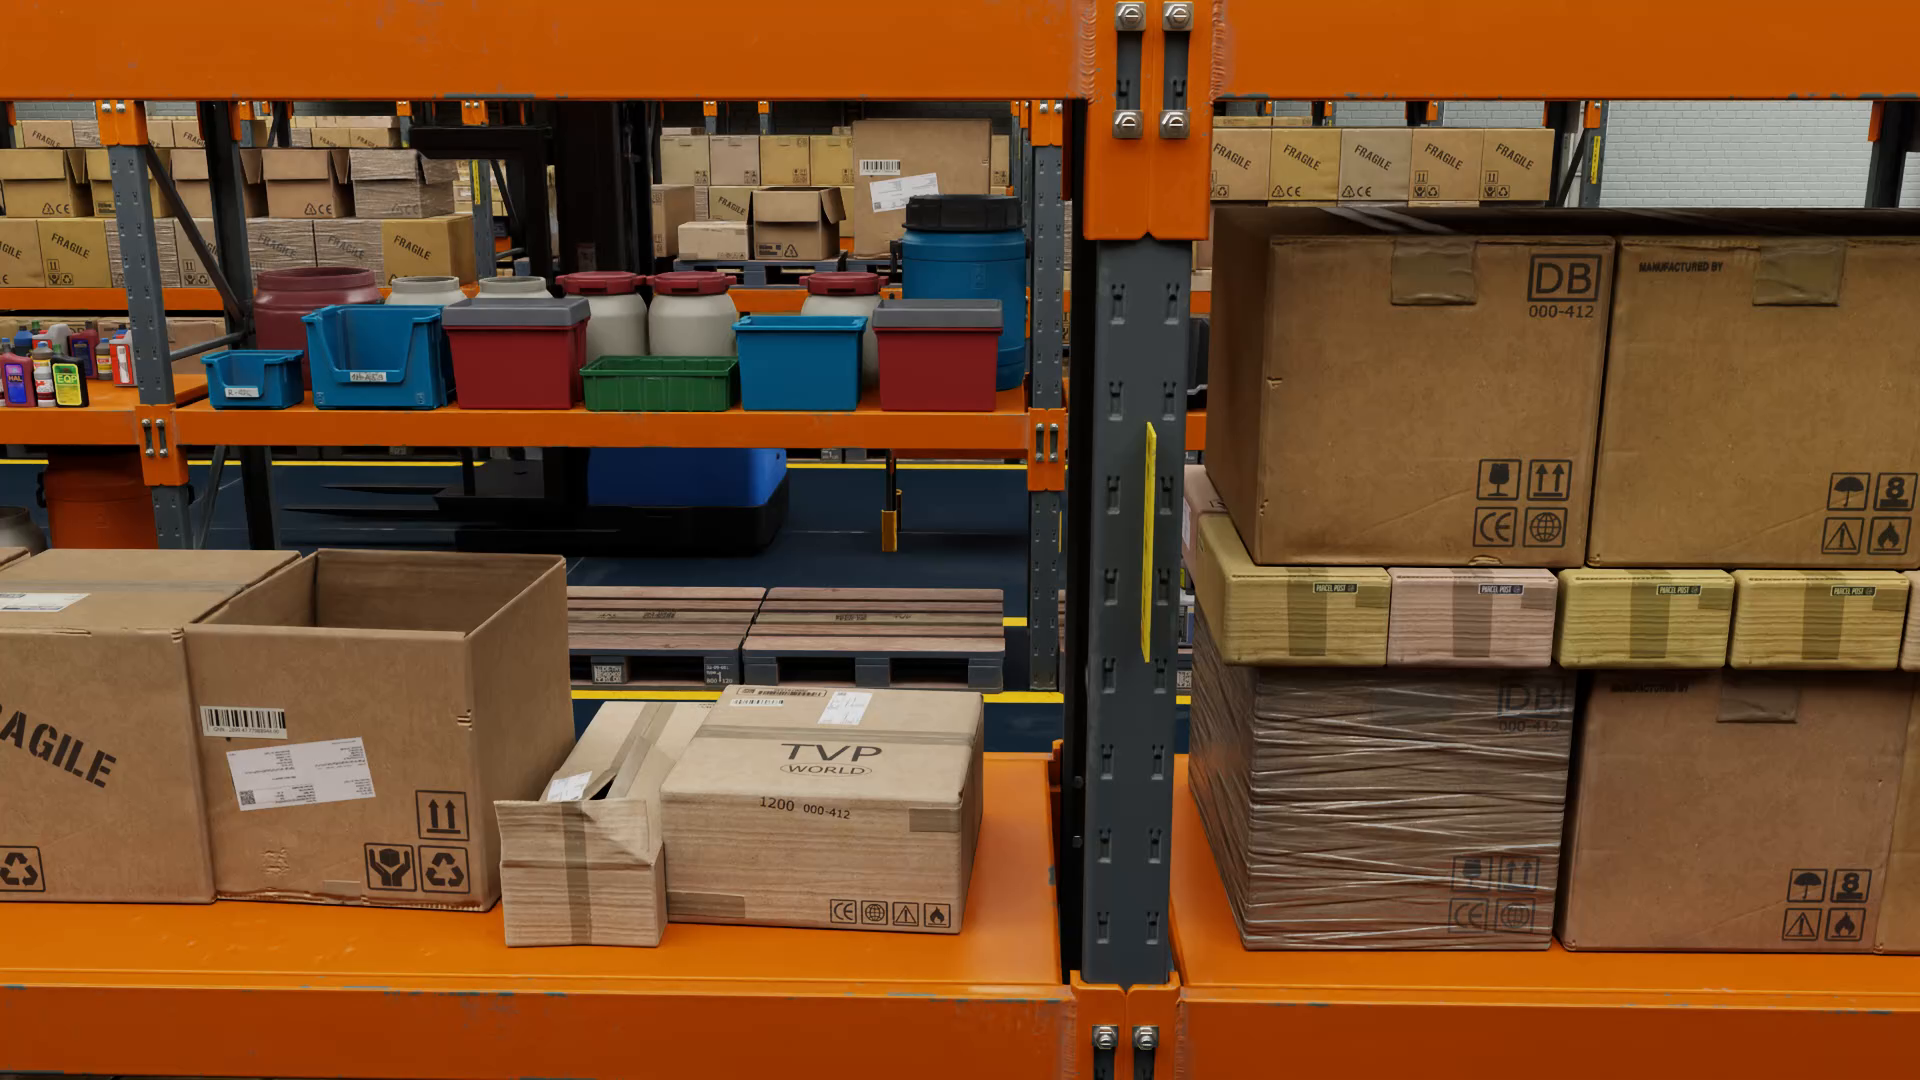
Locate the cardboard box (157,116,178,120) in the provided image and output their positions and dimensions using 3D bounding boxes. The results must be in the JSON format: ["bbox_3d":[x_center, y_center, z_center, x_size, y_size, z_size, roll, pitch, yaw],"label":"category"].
[{"bbox_3d":[-10.350,-5.503,21.891,0.250,0.149,0.380,1,15,3],"label":"cardboard box"}]

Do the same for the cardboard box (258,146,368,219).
[{"bbox_3d":[-4.856,-2.713,12.581,0.637,0.503,0.797,1,15,3],"label":"cardboard box"}]

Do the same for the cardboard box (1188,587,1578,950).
[{"bbox_3d":[0.711,0.340,2.977,0.500,0.500,0.700,0,15,0],"label":"cardboard box"}]

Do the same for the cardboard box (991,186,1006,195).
[{"bbox_3d":[0.224,-3.388,17.104,0.500,0.500,0.500,0,15,1],"label":"cardboard box"}]

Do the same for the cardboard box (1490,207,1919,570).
[{"bbox_3d":[1.217,-0.285,2.800,0.500,0.500,0.700,0,15,1],"label":"cardboard box"}]

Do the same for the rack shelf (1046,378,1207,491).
[{"bbox_3d":[2.397,-0.516,7.825,4.000,0.370,1.077,0,15,1],"label":"rack shelf"}]

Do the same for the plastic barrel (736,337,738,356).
[{"bbox_3d":[-0.921,-0.857,7.981,0.301,0.262,0.301,0,15,0],"label":"plastic barrel"}]

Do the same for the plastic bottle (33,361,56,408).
[{"bbox_3d":[-4.131,-0.706,7.525,0.097,0.201,0.097,0,15,0],"label":"plastic bottle"}]

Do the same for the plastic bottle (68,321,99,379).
[{"bbox_3d":[-4.352,-0.945,8.272,0.133,0.283,0.061,0,15,1],"label":"plastic bottle"}]

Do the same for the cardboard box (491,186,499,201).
[{"bbox_3d":[-4.781,-3.549,16.997,0.250,0.149,0.380,0,15,1],"label":"cardboard box"}]

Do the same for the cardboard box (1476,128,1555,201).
[{"bbox_3d":[3.967,-2.730,12.068,0.500,0.500,0.500,0,15,1],"label":"cardboard box"}]

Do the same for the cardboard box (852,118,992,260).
[{"bbox_3d":[-0.266,-2.674,12.595,1.000,1.000,1.000,0,15,2],"label":"cardboard box"}]

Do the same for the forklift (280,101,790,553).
[{"bbox_3d":[-2.643,-1.462,10.134,3.031,2.935,1.130,1,15,3],"label":"forklift"}]

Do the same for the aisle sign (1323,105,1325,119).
[{"bbox_3d":[4.846,-5.977,22.017,0.004,0.787,0.394,0,15,1],"label":"aisle sign"}]

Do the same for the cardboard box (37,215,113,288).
[{"bbox_3d":[-6.517,-2.170,12.490,0.500,0.500,0.500,0,15,2],"label":"cardboard box"}]

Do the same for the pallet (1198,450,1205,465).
[{"bbox_3d":[2.420,-0.789,12.916,1.213,0.211,1.003,0,15,1],"label":"pallet"}]

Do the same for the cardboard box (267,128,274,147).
[{"bbox_3d":[-9.216,-5.195,21.995,0.500,0.500,0.500,0,15,2],"label":"cardboard box"}]

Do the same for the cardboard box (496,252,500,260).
[{"bbox_3d":[-6.598,-3.911,22.626,0.875,0.875,0.875,1,15,3],"label":"cardboard box"}]

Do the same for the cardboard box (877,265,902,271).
[{"bbox_3d":[-0.835,-2.508,17.551,0.750,0.750,1.050,0,15,1],"label":"cardboard box"}]

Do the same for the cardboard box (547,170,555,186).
[{"bbox_3d":[-4.261,-3.689,16.947,0.250,0.149,0.380,1,15,3],"label":"cardboard box"}]

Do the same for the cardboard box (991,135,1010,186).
[{"bbox_3d":[0.256,-3.937,17.228,0.500,0.500,0.700,0,15,0],"label":"cardboard box"}]

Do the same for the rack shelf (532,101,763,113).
[{"bbox_3d":[-5.097,-7.074,26.804,4.000,0.370,1.077,0,15,1],"label":"rack shelf"}]

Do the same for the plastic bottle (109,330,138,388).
[{"bbox_3d":[-4.029,-0.889,8.073,0.135,0.276,0.152,0,15,1],"label":"plastic bottle"}]

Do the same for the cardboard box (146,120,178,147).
[{"bbox_3d":[-8.239,-4.068,17.139,0.500,0.500,0.500,0,15,0],"label":"cardboard box"}]

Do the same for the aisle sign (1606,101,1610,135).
[{"bbox_3d":[4.577,-3.294,11.848,0.004,0.787,0.394,0,15,1],"label":"aisle sign"}]

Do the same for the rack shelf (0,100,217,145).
[{"bbox_3d":[-5.600,-2.018,7.640,4.000,0.370,1.077,0,15,1],"label":"rack shelf"}]

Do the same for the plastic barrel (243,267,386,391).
[{"bbox_3d":[-3.129,-1.043,8.145,0.708,0.536,0.600,0,15,1],"label":"plastic barrel"}]

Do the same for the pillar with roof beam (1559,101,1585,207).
[{"bbox_3d":[10.114,-7.905,22.662,0.400,9.000,9.100,0,15,1],"label":"pillar with roof beam"}]

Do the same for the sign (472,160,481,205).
[{"bbox_3d":[-3.485,-2.584,11.985,0.005,0.325,0.100,0,15,1],"label":"sign"}]

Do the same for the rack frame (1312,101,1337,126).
[{"bbox_3d":[4.776,-4.641,22.050,0.127,3.000,1.000,0,15,1],"label":"rack frame"}]

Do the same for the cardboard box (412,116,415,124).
[{"bbox_3d":[-7.529,-5.633,22.382,0.250,0.149,0.380,0,15,1],"label":"cardboard box"}]

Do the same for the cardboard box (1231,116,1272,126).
[{"bbox_3d":[3.754,-5.269,21.693,0.500,0.500,0.700,1,15,2],"label":"cardboard box"}]

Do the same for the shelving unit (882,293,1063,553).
[{"bbox_3d":[0.076,-0.725,10.147,1.083,1.500,0.587,0,15,1],"label":"shelving unit"}]

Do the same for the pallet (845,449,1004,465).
[{"bbox_3d":[-0.254,-0.796,12.944,1.213,0.211,1.003,0,15,1],"label":"pallet"}]

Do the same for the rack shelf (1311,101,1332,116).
[{"bbox_3d":[2.777,-5.756,21.809,4.000,0.370,1.077,0,15,1],"label":"rack shelf"}]

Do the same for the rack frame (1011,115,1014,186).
[{"bbox_3d":[0.901,-5.933,26.947,0.127,3.000,1.000,0,15,1],"label":"rack frame"}]

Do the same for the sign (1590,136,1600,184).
[{"bbox_3d":[4.489,-2.685,11.747,0.005,0.325,0.100,0,15,1],"label":"sign"}]

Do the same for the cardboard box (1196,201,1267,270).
[{"bbox_3d":[1.974,-2.323,12.487,0.500,0.500,0.875,0,15,1],"label":"cardboard box"}]

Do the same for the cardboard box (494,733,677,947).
[{"bbox_3d":[-0.616,0.493,2.856,0.258,0.266,0.396,0,15,0],"label":"cardboard box"}]

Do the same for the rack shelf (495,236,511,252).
[{"bbox_3d":[-5.246,-3.095,17.602,4.000,0.370,1.077,0,15,1],"label":"rack shelf"}]

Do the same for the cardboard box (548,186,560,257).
[{"bbox_3d":[-2.933,-2.424,12.628,0.500,0.500,0.500,-1,15,-5],"label":"cardboard box"}]

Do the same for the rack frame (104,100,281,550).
[{"bbox_3d":[-3.601,-0.903,7.881,0.127,3.000,1.000,0,15,1],"label":"rack frame"}]

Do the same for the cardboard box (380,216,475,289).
[{"bbox_3d":[-3.974,-2.154,12.429,0.500,0.500,0.500,1,15,3],"label":"cardboard box"}]

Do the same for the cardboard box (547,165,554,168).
[{"bbox_3d":[-5.260,-5.173,21.910,0.500,0.500,0.500,0,15,1],"label":"cardboard box"}]

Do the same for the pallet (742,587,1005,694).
[{"bbox_3d":[-0.388,0.476,8.120,1.213,0.211,1.003,0,15,1],"label":"pallet"}]

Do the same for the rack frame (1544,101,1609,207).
[{"bbox_3d":[4.523,-2.114,12.471,0.127,3.000,1.000,0,15,1],"label":"rack frame"}]

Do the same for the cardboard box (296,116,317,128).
[{"bbox_3d":[-8.550,-5.508,21.911,0.250,0.149,0.380,0,15,1],"label":"cardboard box"}]

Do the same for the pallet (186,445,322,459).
[{"bbox_3d":[-5.477,-0.850,13.150,1.213,0.211,1.003,0,15,1],"label":"pallet"}]

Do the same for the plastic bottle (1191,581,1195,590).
[{"bbox_3d":[1.241,0.123,8.322,0.185,0.351,0.144,0,15,-1],"label":"plastic bottle"}]

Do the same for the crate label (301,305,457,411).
[{"bbox_3d":[-2.614,-0.844,7.591,0.616,0.435,0.502,0,15,1],"label":"crate label"}]

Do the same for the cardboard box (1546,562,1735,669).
[{"bbox_3d":[1.040,0.079,2.695,0.250,0.149,0.380,0,15,0],"label":"cardboard box"}]

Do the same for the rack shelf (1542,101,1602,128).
[{"bbox_3d":[2.524,-3.229,12.230,4.000,0.370,1.077,0,15,1],"label":"rack shelf"}]
